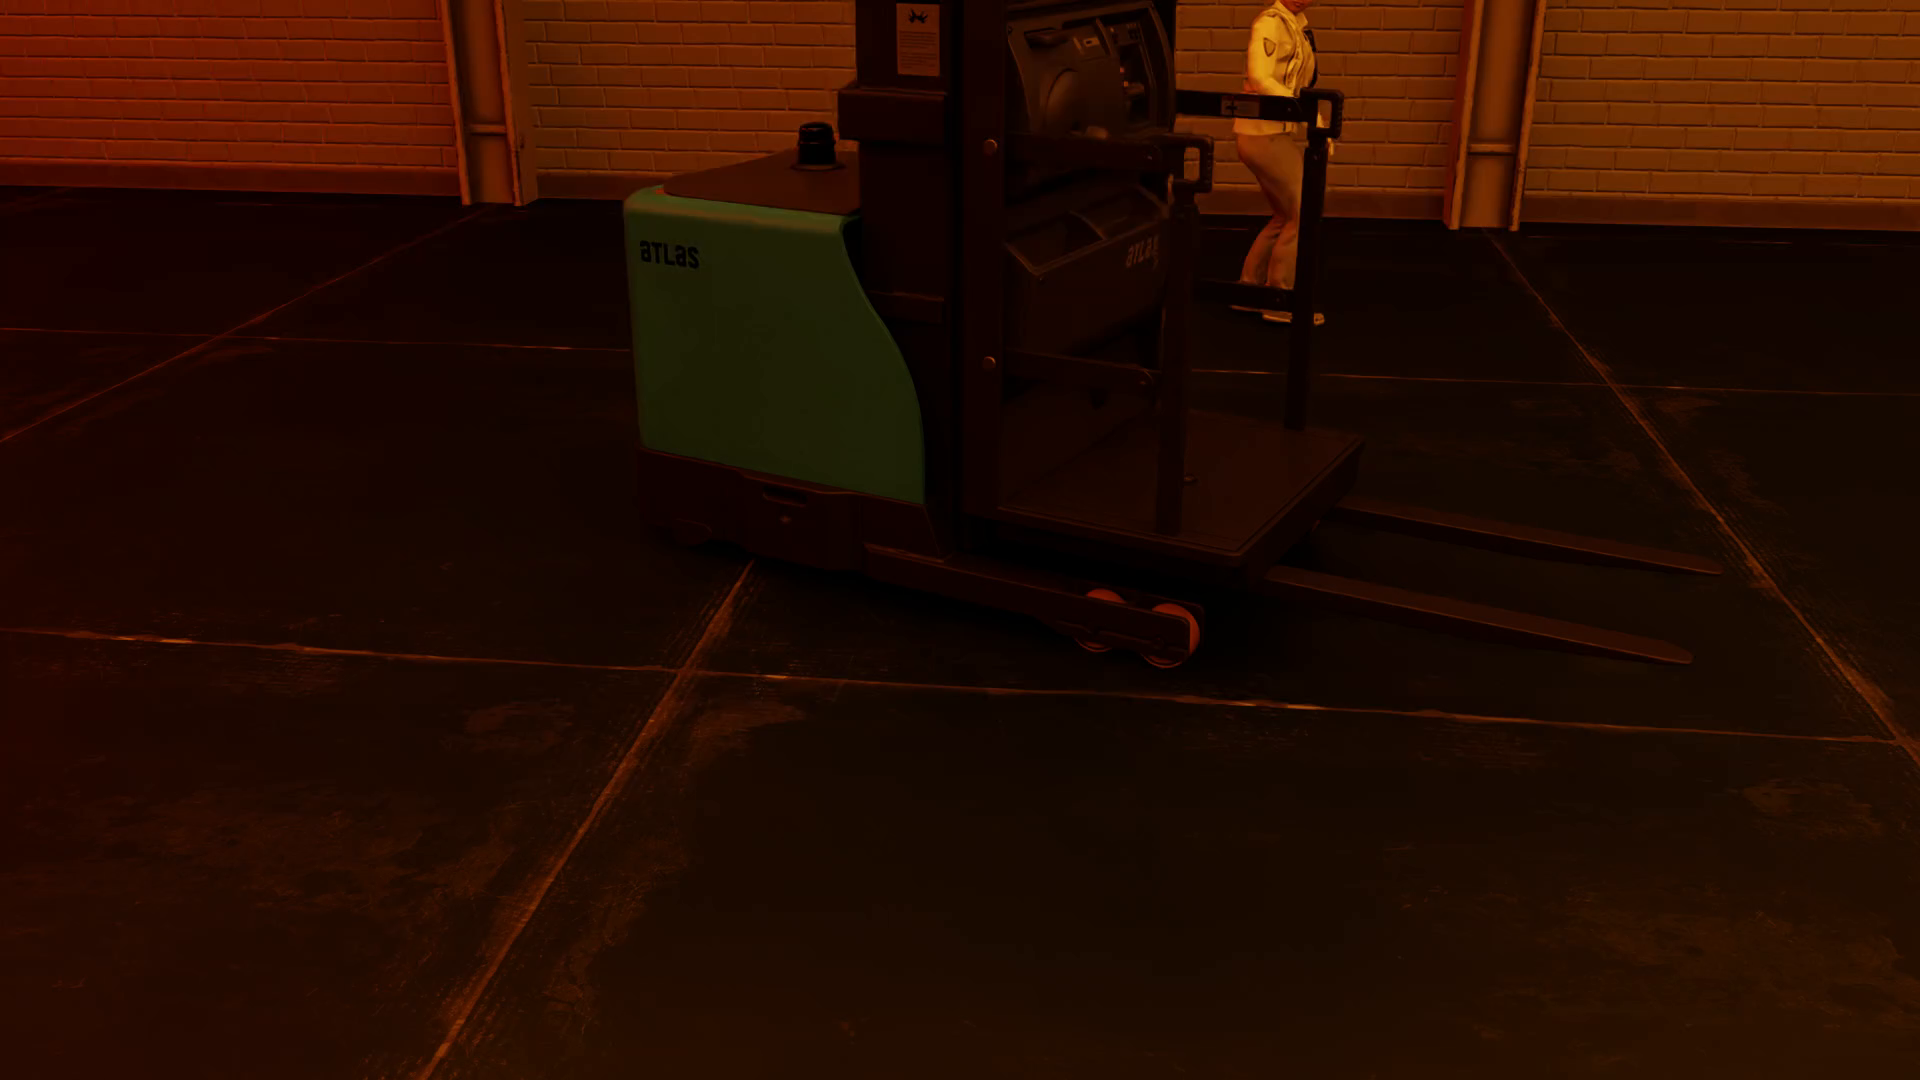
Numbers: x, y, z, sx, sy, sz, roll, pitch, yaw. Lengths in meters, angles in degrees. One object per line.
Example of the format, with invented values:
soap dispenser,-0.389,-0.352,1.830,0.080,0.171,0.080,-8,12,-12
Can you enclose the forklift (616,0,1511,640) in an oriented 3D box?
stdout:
forklift,0.521,-1.495,4.967,3.031,2.935,1.130,-14,26,-30

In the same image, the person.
person,1.433,-1.831,7.475,0.342,1.688,0.504,7,23,16
